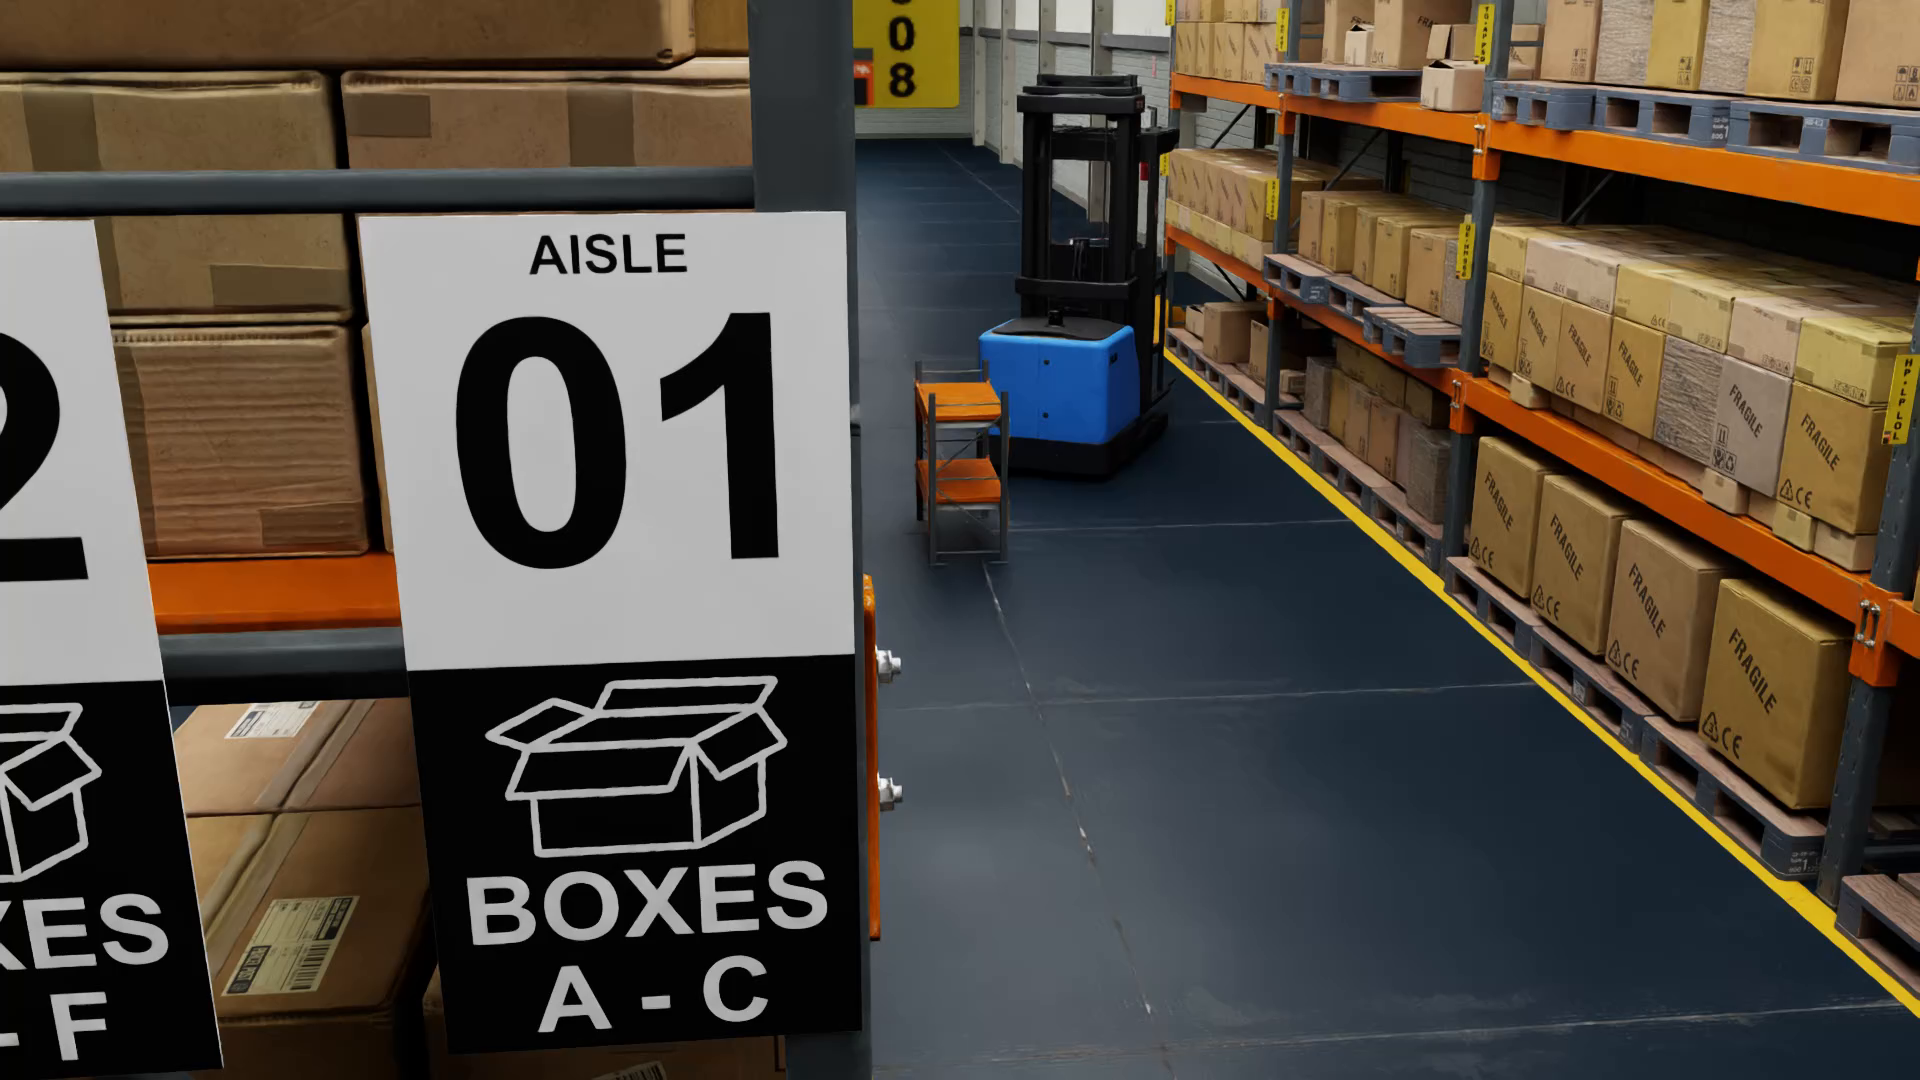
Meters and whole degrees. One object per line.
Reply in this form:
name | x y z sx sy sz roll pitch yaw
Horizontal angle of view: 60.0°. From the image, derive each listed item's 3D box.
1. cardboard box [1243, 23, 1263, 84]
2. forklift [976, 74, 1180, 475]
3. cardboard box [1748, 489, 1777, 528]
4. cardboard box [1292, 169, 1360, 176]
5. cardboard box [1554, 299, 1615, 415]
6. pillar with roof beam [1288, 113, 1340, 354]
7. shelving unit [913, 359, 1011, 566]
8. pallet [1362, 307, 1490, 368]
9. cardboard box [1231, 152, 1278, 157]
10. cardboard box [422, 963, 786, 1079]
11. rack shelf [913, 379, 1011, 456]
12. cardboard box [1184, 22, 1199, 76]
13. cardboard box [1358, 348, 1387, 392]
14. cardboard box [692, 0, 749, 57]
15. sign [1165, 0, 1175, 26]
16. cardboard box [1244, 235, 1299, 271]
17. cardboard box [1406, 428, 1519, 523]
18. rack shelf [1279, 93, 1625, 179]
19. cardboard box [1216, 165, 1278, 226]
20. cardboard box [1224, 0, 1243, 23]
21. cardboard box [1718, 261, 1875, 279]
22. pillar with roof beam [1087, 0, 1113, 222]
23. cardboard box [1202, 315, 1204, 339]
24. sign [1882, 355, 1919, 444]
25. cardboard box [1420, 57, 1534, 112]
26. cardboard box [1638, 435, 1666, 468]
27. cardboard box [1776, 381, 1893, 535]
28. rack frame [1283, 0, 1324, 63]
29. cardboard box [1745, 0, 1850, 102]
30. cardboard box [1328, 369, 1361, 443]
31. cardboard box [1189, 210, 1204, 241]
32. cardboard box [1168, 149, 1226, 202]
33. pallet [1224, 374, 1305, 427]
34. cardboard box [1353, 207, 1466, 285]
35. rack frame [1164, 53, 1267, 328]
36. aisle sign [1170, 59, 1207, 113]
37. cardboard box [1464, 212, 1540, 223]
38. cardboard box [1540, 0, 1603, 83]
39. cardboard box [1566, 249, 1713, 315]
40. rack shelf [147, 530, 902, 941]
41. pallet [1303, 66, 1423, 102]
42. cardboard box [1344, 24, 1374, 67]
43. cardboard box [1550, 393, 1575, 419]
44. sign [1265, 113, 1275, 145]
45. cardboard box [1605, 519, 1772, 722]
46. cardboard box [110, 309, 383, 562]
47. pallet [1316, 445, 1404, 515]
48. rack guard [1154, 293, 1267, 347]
cardboard box | 2.761 -4.174 14.258 0.500 0.500 0.500 -3 18 -10
forklift | 1.123 -2.287 13.569 1.130 2.935 3.031 6 19 20
cardboard box | 3.576 -0.143 7.012 0.380 0.149 0.250 -1 17 -4
cardboard box | 3.208 -2.989 14.654 0.500 0.500 0.500 -2 18 -6
cardboard box | 3.402 -0.943 8.475 0.500 0.500 0.500 -2 18 -6
pillar with roof beam | -0.663 -6.131 15.684 9.100 9.000 0.400 -2 18 -6
shelving unit | 0.001 -0.535 11.002 0.538 1.125 1.048 -2 18 -6
pallet | 3.332 -1.318 10.688 1.213 0.211 1.003 -2 18 -6
cardboard box | 2.988 -3.596 16.587 0.500 0.500 0.500 -2 17 -5
cardboard box | -0.374 0.672 2.192 0.500 0.500 0.500 -1 17 -4
rack shelf | 0.001 -0.814 10.915 0.538 0.278 1.000 -2 18 -6
cardboard box | 2.492 -4.804 16.263 0.500 0.500 0.500 -1 17 -2
cardboard box | 3.298 -1.262 12.377 0.500 0.250 0.500 -2 18 -7
cardboard box | -0.627 -0.923 2.265 0.700 0.500 0.500 -2 18 -6
sign | 2.147 -5.415 16.951 0.100 0.325 0.005 -2 18 -6
cardboard box | 2.748 -2.462 14.228 0.500 0.250 0.500 -2 18 -6
cardboard box | 3.385 -0.431 10.980 0.700 0.500 0.500 -2 17 -5
rack shelf | 3.305 -2.884 11.549 1.077 0.370 4.000 -2 18 -6
cardboard box | 2.644 -3.118 15.066 0.500 0.500 0.500 -2 18 -7
cardboard box | 2.646 -4.817 14.634 0.500 0.500 0.500 -2 18 -8
cardboard box | 3.969 -1.171 7.951 0.500 0.250 0.500 -2 18 -7
pillar with roof beam | -1.901 -9.707 27.072 9.100 9.000 0.400 -2 18 -6
cardboard box | 2.727 -2.132 16.715 0.500 0.311 0.500 0 17 -1
sign | 3.385 -0.504 5.973 0.100 0.325 0.005 -2 18 -6
cardboard box | 3.169 -2.805 10.211 0.500 0.311 0.500 -2 18 -6
cardboard box | 3.504 -0.450 7.988 0.380 0.149 0.250 -1 17 -4
cardboard box | 3.626 -0.338 6.548 0.500 0.500 0.500 -2 18 -7
rack frame | 3.099 -5.254 12.890 1.000 3.000 0.127 -2 18 -6
cardboard box | 3.821 -2.127 7.035 0.700 0.500 0.500 -2 18 -7
cardboard box | 3.295 -1.038 12.915 0.700 0.500 0.500 -2 18 -7
cardboard box | 2.535 -3.060 16.135 0.500 0.250 0.500 -2 18 -7
cardboard box | 2.437 -3.728 17.009 0.500 0.500 0.500 -2 18 -6
pallet | 2.994 -1.261 14.841 1.003 0.211 1.213 -2 18 -6
cardboard box | 3.267 -2.135 12.069 0.700 0.500 0.500 1 17 2
rack frame | 2.686 -3.584 17.585 1.000 3.000 0.127 -2 18 -6
aisle sign | 2.380 -4.836 17.234 0.394 0.787 0.004 -2 18 -6
cardboard box | 3.398 -1.965 10.443 0.380 0.149 0.250 -5 18 -15
cardboard box | 3.618 -2.749 9.017 0.700 0.500 0.500 -3 18 -10
cardboard box | 3.413 -1.305 8.378 0.500 0.250 0.500 -2 18 -5
rack shelf | -0.797 -0.347 3.466 1.077 0.370 4.000 -2 18 -6
pallet | 3.167 -3.238 11.788 1.213 0.211 1.003 -2 18 -6
cardboard box | 3.139 -3.632 12.179 0.500 0.311 0.500 -1 17 -4
cardboard box | 3.424 -0.757 8.965 0.380 0.149 0.250 -2 18 -6
sign | 3.240 -4.298 17.400 0.100 0.325 0.005 -2 18 -6
cardboard box | 3.633 0.362 7.903 0.750 0.750 0.750 -1 17 -4
cardboard box | -0.906 -0.167 1.945 0.500 0.250 0.500 -2 18 -6
pallet | 3.310 -0.466 12.308 1.003 0.211 1.213 -2 18 -6
rack guard | 2.694 -2.369 17.887 1.175 0.500 0.348 -2 18 -6
